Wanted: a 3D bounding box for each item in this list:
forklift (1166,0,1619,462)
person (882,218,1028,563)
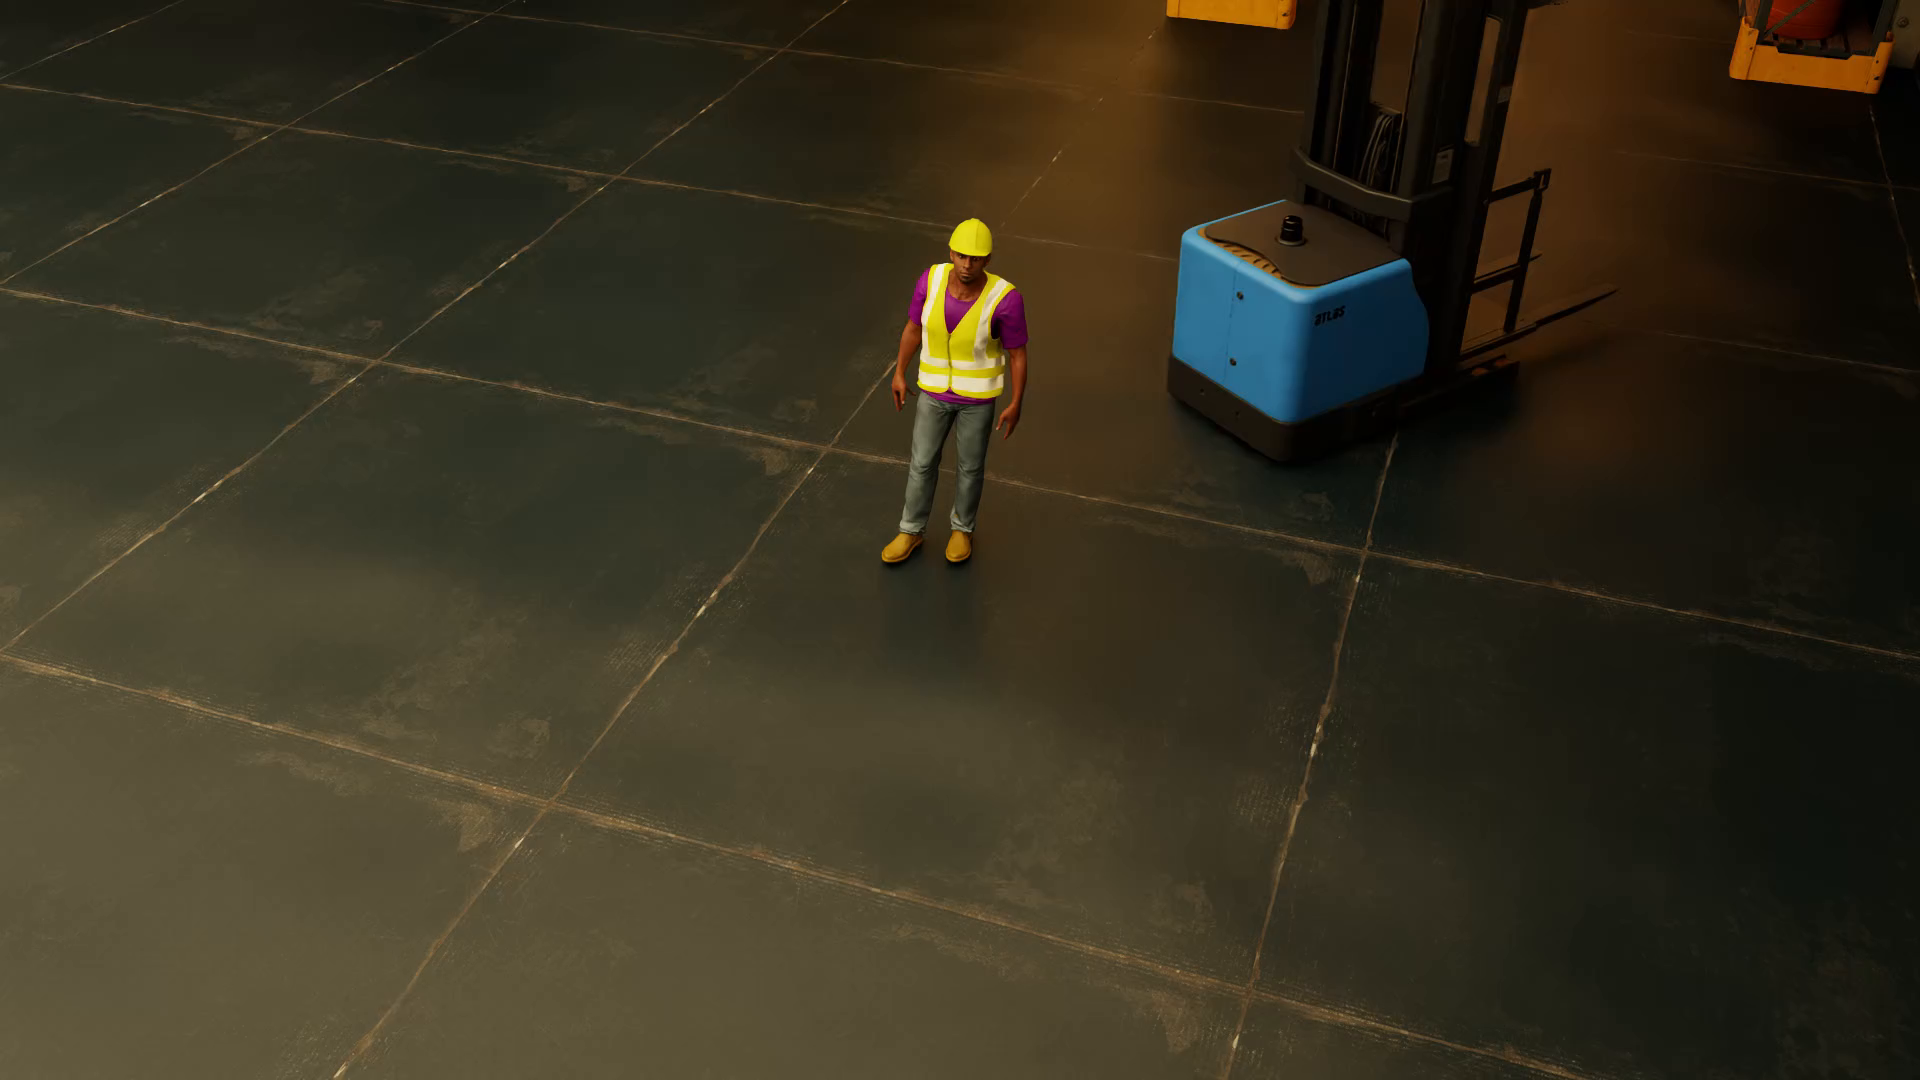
[{"bbox_3d":[2.723,-2.282,9.330,3.031,2.935,1.130,-21,40,-27],"label":"forklift"},{"bbox_3d":[-0.029,-0.690,8.078,0.665,1.766,0.576,12,37,16],"label":"person"}]
